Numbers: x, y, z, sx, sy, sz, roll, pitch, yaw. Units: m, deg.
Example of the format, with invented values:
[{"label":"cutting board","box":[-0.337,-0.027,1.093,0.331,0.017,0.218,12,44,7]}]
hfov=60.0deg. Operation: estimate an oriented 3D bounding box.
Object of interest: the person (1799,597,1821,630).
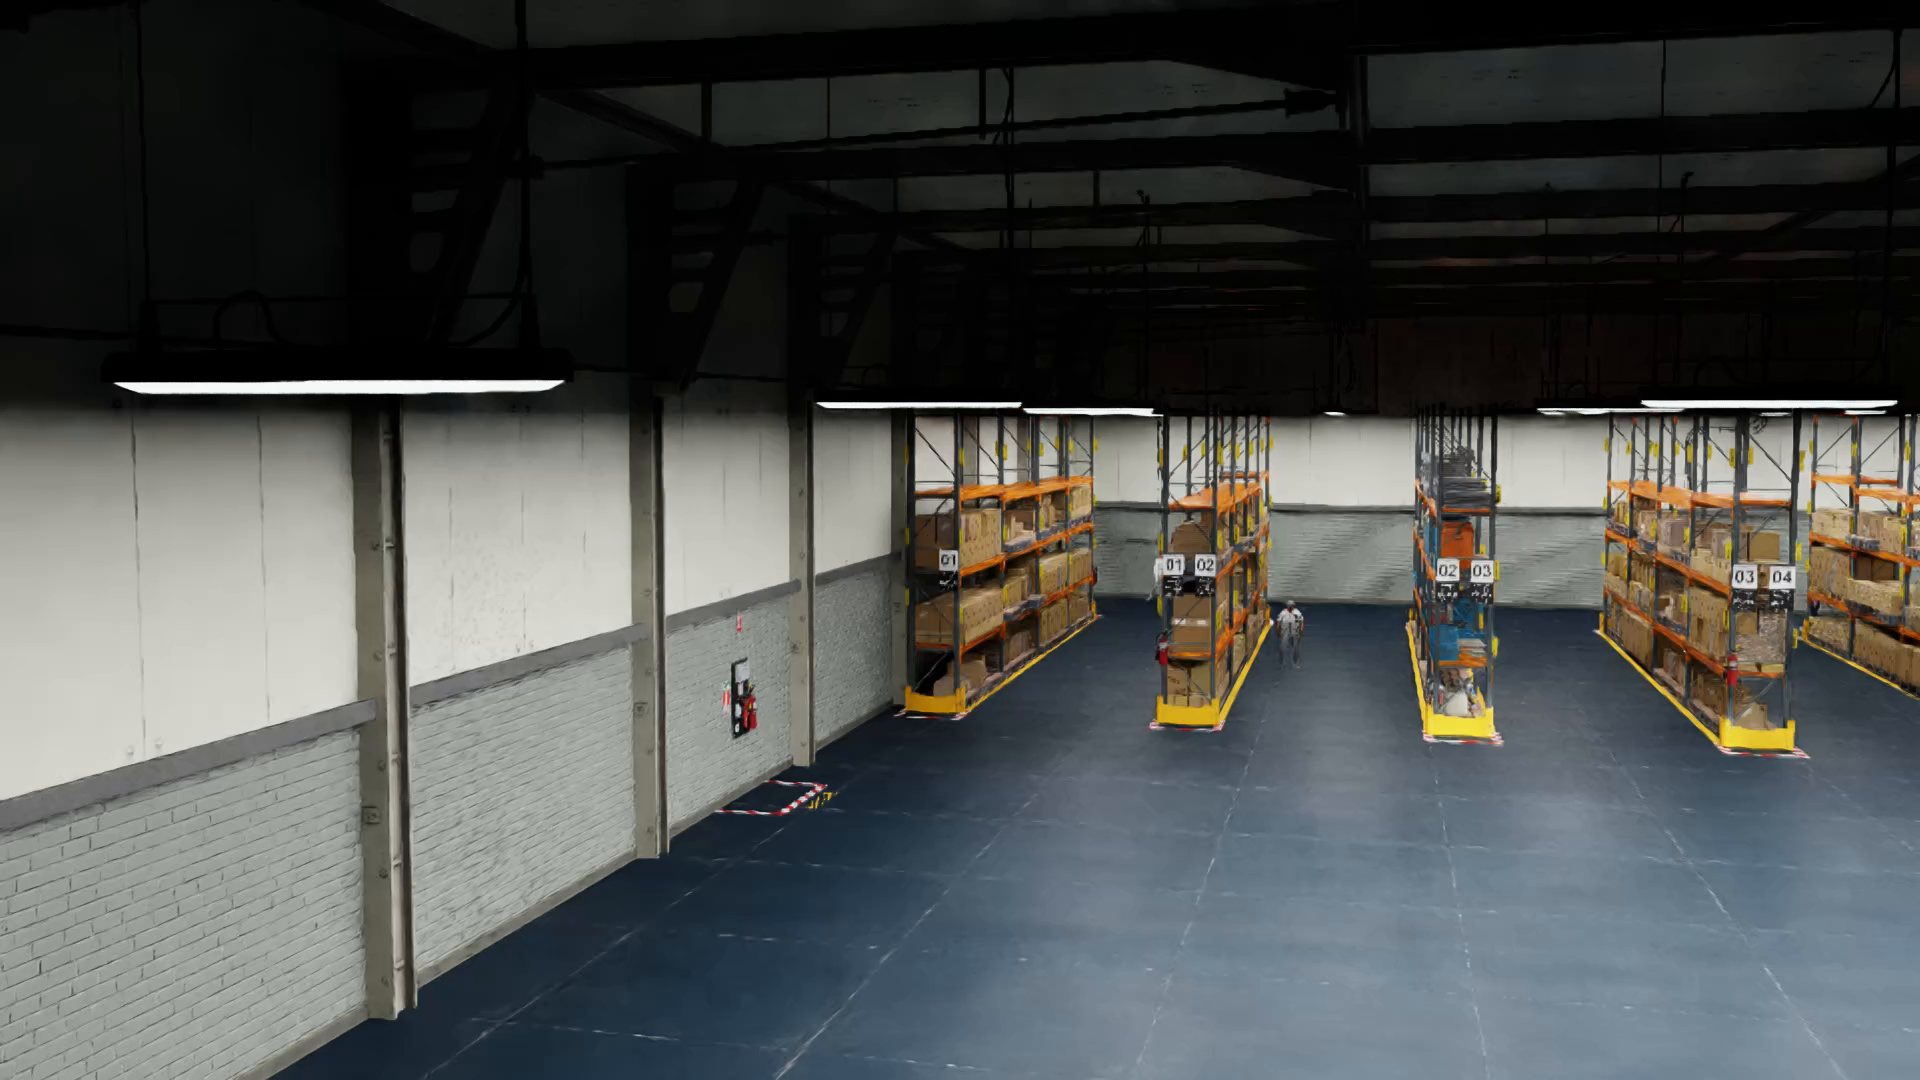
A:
[{"label":"person","box":[22.986,1.661,44.942,0.586,1.594,0.425,-4,5,-40]}]

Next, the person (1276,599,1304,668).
[{"label":"person","box":[7.566,2.153,38.139,0.625,1.607,0.582,1,4,12]}]

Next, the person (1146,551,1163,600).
[{"label":"person","box":[6.159,1.120,51.895,0.657,1.663,0.500,-2,5,-29]}]
